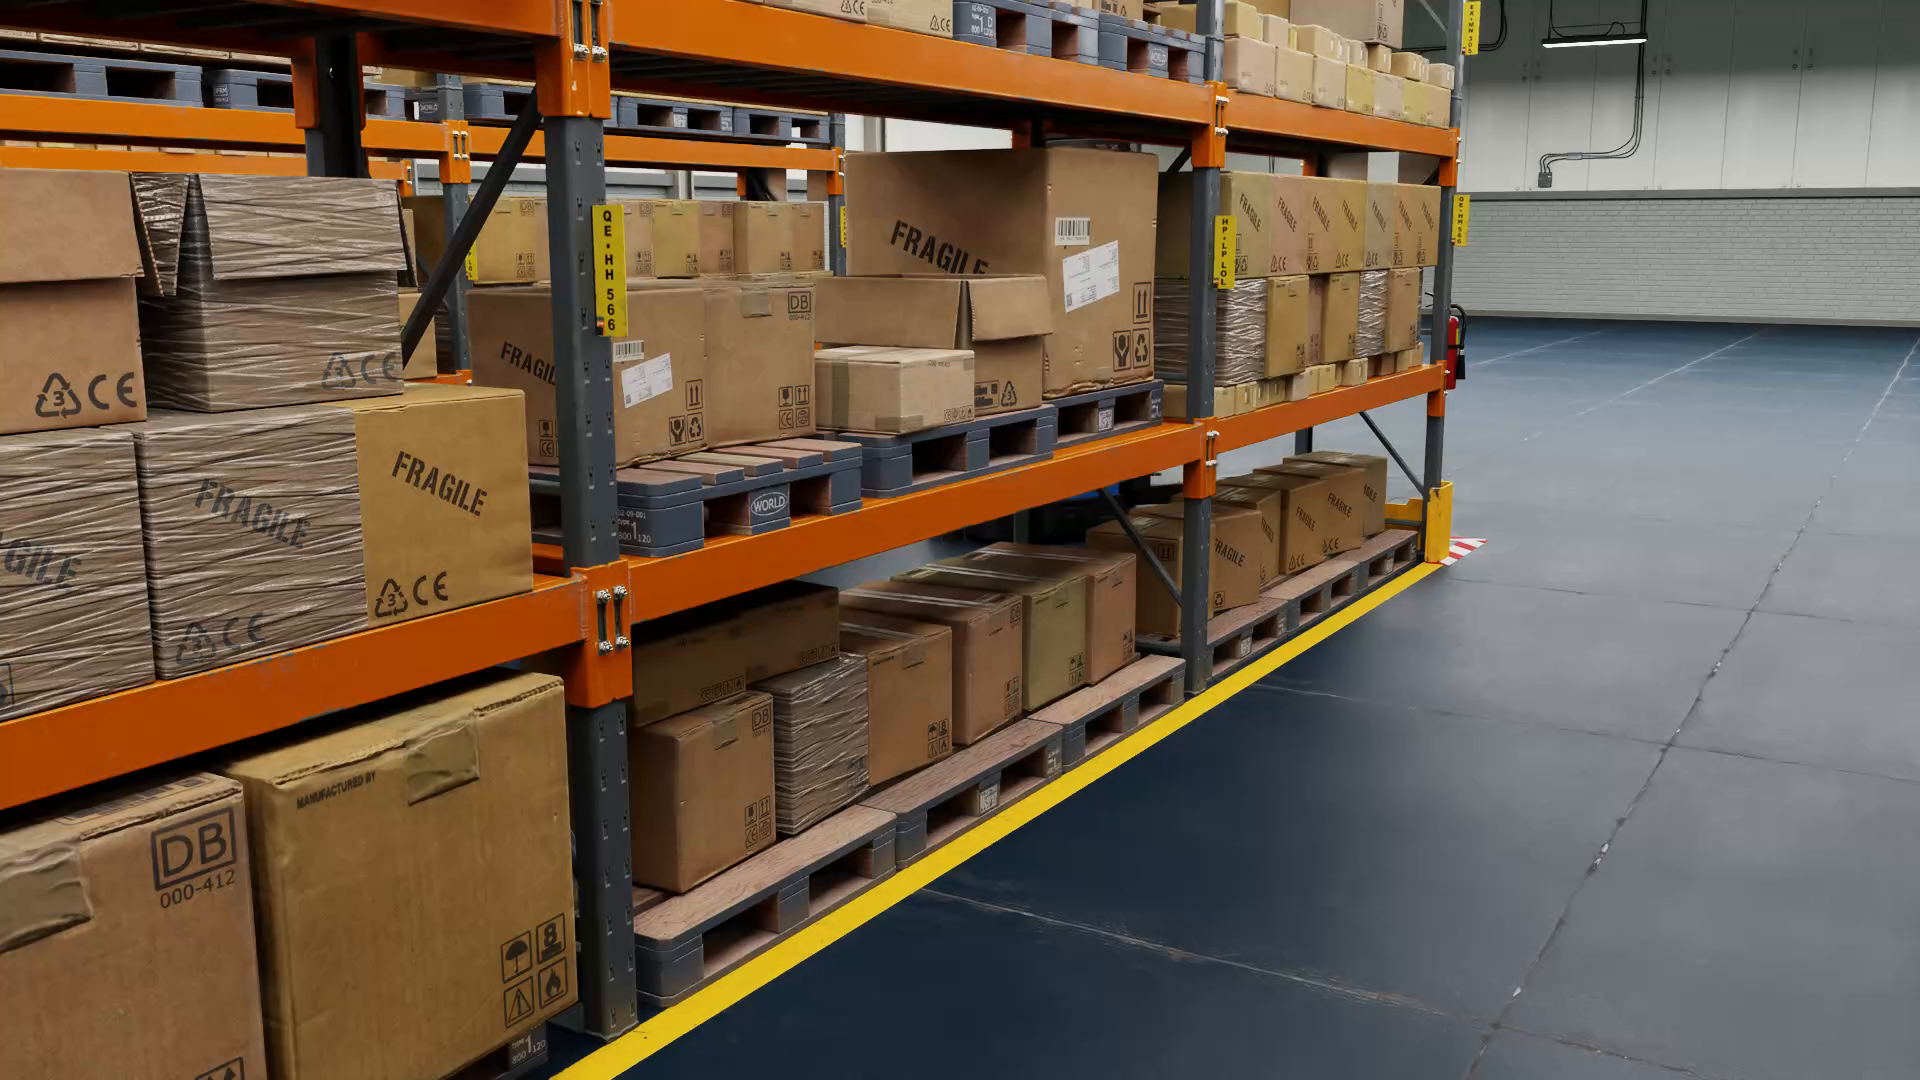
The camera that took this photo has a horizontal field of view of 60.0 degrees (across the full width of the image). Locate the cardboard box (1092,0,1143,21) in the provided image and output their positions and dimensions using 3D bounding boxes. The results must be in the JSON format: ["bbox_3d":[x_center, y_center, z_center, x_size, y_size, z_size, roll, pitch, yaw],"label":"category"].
[{"bbox_3d":[0.395,-2.454,7.250,0.797,0.503,0.637,6,12,28],"label":"cardboard box"}]

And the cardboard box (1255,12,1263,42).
[{"bbox_3d":[1.235,-2.453,7.994,0.380,0.149,0.250,6,12,28],"label":"cardboard box"}]

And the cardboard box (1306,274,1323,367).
[{"bbox_3d":[1.473,-1.210,9.102,0.875,0.500,0.500,6,12,31],"label":"cardboard box"}]

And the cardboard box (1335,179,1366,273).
[{"bbox_3d":[1.943,-1.757,9.304,0.500,0.500,0.500,6,12,31],"label":"cardboard box"}]

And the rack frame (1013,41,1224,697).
[{"bbox_3d":[0.723,-0.787,7.918,1.000,3.000,0.127,6,12,31],"label":"rack frame"}]

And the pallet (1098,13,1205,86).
[{"bbox_3d":[0.312,-2.082,7.195,1.213,0.211,1.003,6,12,31],"label":"pallet"}]

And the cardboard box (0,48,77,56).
[{"bbox_3d":[-4.877,-2.726,8.444,0.500,0.500,0.500,6,12,31],"label":"cardboard box"}]

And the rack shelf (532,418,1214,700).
[{"bbox_3d":[-0.315,-0.118,6.304,1.077,0.370,4.000,6,12,31],"label":"rack shelf"}]

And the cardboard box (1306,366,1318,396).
[{"bbox_3d":[1.720,-0.867,9.031,0.380,0.149,0.250,6,12,31],"label":"cardboard box"}]

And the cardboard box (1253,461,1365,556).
[{"bbox_3d":[2.180,-0.199,10.434,0.500,0.500,0.500,-10,14,-43],"label":"cardboard box"}]

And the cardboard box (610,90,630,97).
[{"bbox_3d":[-2.457,-3.068,11.222,0.380,0.149,0.250,6,12,30],"label":"cardboard box"}]

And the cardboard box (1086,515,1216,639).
[{"bbox_3d":[0.965,0.177,8.425,0.500,0.500,0.500,6,12,29],"label":"cardboard box"}]

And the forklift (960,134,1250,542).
[{"bbox_3d":[1.303,-1.581,12.346,3.031,2.935,1.130,-6,12,-27],"label":"forklift"}]

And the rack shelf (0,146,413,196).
[{"bbox_3d":[-6.708,-3.169,14.446,1.077,0.370,4.000,6,12,31],"label":"rack shelf"}]

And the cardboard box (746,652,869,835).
[{"bbox_3d":[-0.746,0.659,5.793,0.700,0.500,0.500,5,12,26],"label":"cardboard box"}]

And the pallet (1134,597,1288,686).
[{"bbox_3d":[1.042,0.475,8.757,1.003,0.211,1.213,6,12,31],"label":"pallet"}]

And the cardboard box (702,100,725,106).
[{"bbox_3d":[-1.930,-3.227,12.075,0.380,0.149,0.250,6,12,31],"label":"cardboard box"}]

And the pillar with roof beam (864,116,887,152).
[{"bbox_3d":[1.979,-8.181,31.113,9.100,9.000,0.548,6,12,31],"label":"pillar with roof beam"}]

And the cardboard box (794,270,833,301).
[{"bbox_3d":[-1.541,-1.916,13.546,0.875,0.550,0.550,6,12,31],"label":"cardboard box"}]

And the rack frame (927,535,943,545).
[{"bbox_3d":[-0.178,-0.574,11.675,0.006,1.200,0.240,-6,12,-27],"label":"rack frame"}]

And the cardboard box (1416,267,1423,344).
[{"bbox_3d":[2.491,-1.527,10.794,0.875,0.500,0.500,6,12,31],"label":"cardboard box"}]

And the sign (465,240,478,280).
[{"bbox_3d":[-2.995,-1.756,10.166,0.100,0.325,0.005,6,12,31],"label":"sign"}]

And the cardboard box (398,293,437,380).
[{"bbox_3d":[-3.506,-1.218,9.950,0.500,0.500,0.500,6,12,30],"label":"cardboard box"}]

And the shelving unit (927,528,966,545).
[{"bbox_3d":[-0.097,-0.582,11.716,0.189,1.200,0.258,-6,12,-27],"label":"shelving unit"}]

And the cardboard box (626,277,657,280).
[{"bbox_3d":[-2.635,-1.572,11.704,0.875,0.550,0.550,6,12,31],"label":"cardboard box"}]

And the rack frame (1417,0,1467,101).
[{"bbox_3d":[2.800,-4.364,10.727,1.000,3.000,0.127,6,12,31],"label":"rack frame"}]

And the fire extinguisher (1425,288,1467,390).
[{"bbox_3d":[3.253,-1.352,11.147,0.296,0.674,0.183,6,12,31],"label":"fire extinguisher"}]

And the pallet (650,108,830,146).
[{"bbox_3d":[-1.763,-3.219,12.998,1.003,0.211,1.213,6,12,31],"label":"pallet"}]

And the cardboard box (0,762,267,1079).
[{"bbox_3d":[-2.199,0.927,3.401,1.225,0.875,0.875,6,12,31],"label":"cardboard box"}]

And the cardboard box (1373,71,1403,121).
[{"bbox_3d":[2.237,-2.558,9.635,0.500,0.250,0.500,7,13,32],"label":"cardboard box"}]

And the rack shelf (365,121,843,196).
[{"bbox_3d":[-2.425,-2.712,12.005,1.077,0.370,4.000,6,12,31],"label":"rack shelf"}]

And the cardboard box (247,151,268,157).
[{"bbox_3d":[-6.305,-3.432,14.579,0.380,0.149,0.250,6,12,29],"label":"cardboard box"}]

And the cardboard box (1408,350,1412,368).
[{"bbox_3d":[2.698,-1.188,10.747,0.380,0.149,0.250,6,12,31],"label":"cardboard box"}]

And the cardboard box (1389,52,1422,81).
[{"bbox_3d":[2.529,-2.814,9.920,0.380,0.149,0.250,6,12,31],"label":"cardboard box"}]

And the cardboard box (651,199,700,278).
[{"bbox_3d":[-2.390,-2.189,12.068,0.875,0.550,0.500,6,12,31],"label":"cardboard box"}]

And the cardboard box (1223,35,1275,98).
[{"bbox_3d":[1.176,-2.233,7.904,0.500,0.250,0.500,6,12,28],"label":"cardboard box"}]

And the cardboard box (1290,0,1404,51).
[{"bbox_3d":[2.211,-3.063,9.489,0.500,0.500,0.500,6,12,31],"label":"cardboard box"}]

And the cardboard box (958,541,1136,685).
[{"bbox_3d":[0.386,0.320,7.603,0.700,0.500,0.500,5,12,26],"label":"cardboard box"}]

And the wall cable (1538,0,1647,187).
[{"bbox_3d":[15.295,-11.579,40.020,2.305,6.003,0.169,6,12,31],"label":"wall cable"}]

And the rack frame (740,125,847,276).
[{"bbox_3d":[-1.387,-1.905,13.895,1.000,3.000,0.127,6,12,31],"label":"rack frame"}]

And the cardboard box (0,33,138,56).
[{"bbox_3d":[-4.450,-2.586,8.207,0.500,0.311,0.500,6,12,30],"label":"cardboard box"}]

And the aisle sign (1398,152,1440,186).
[{"bbox_3d":[3.088,-2.674,10.938,0.394,0.787,0.004,6,12,31],"label":"aisle sign"}]

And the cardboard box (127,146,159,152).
[{"bbox_3d":[-6.845,-3.272,13.724,0.380,0.149,0.250,6,12,29],"label":"cardboard box"}]

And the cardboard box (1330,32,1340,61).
[{"bbox_3d":[1.800,-2.614,8.850,0.380,0.149,0.250,6,12,30],"label":"cardboard box"}]

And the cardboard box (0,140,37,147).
[{"bbox_3d":[-7.371,-3.110,12.861,0.380,0.149,0.250,6,12,30],"label":"cardboard box"}]

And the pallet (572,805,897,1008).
[{"bbox_3d":[-0.947,1.090,5.470,1.003,0.211,1.213,6,12,31],"label":"pallet"}]

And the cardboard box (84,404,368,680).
[{"bbox_3d":[-1.662,-0.027,3.592,0.500,0.500,0.500,6,12,30],"label":"cardboard box"}]

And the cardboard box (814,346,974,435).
[{"bbox_3d":[-0.287,-0.532,5.824,0.500,0.250,0.500,6,12,29],"label":"cardboard box"}]

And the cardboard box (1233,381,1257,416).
[{"bbox_3d":[1.233,-0.706,8.172,0.380,0.149,0.250,6,12,31],"label":"cardboard box"}]

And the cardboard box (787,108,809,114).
[{"bbox_3d":[-1.401,-3.388,12.930,0.380,0.149,0.250,7,12,31],"label":"cardboard box"}]
